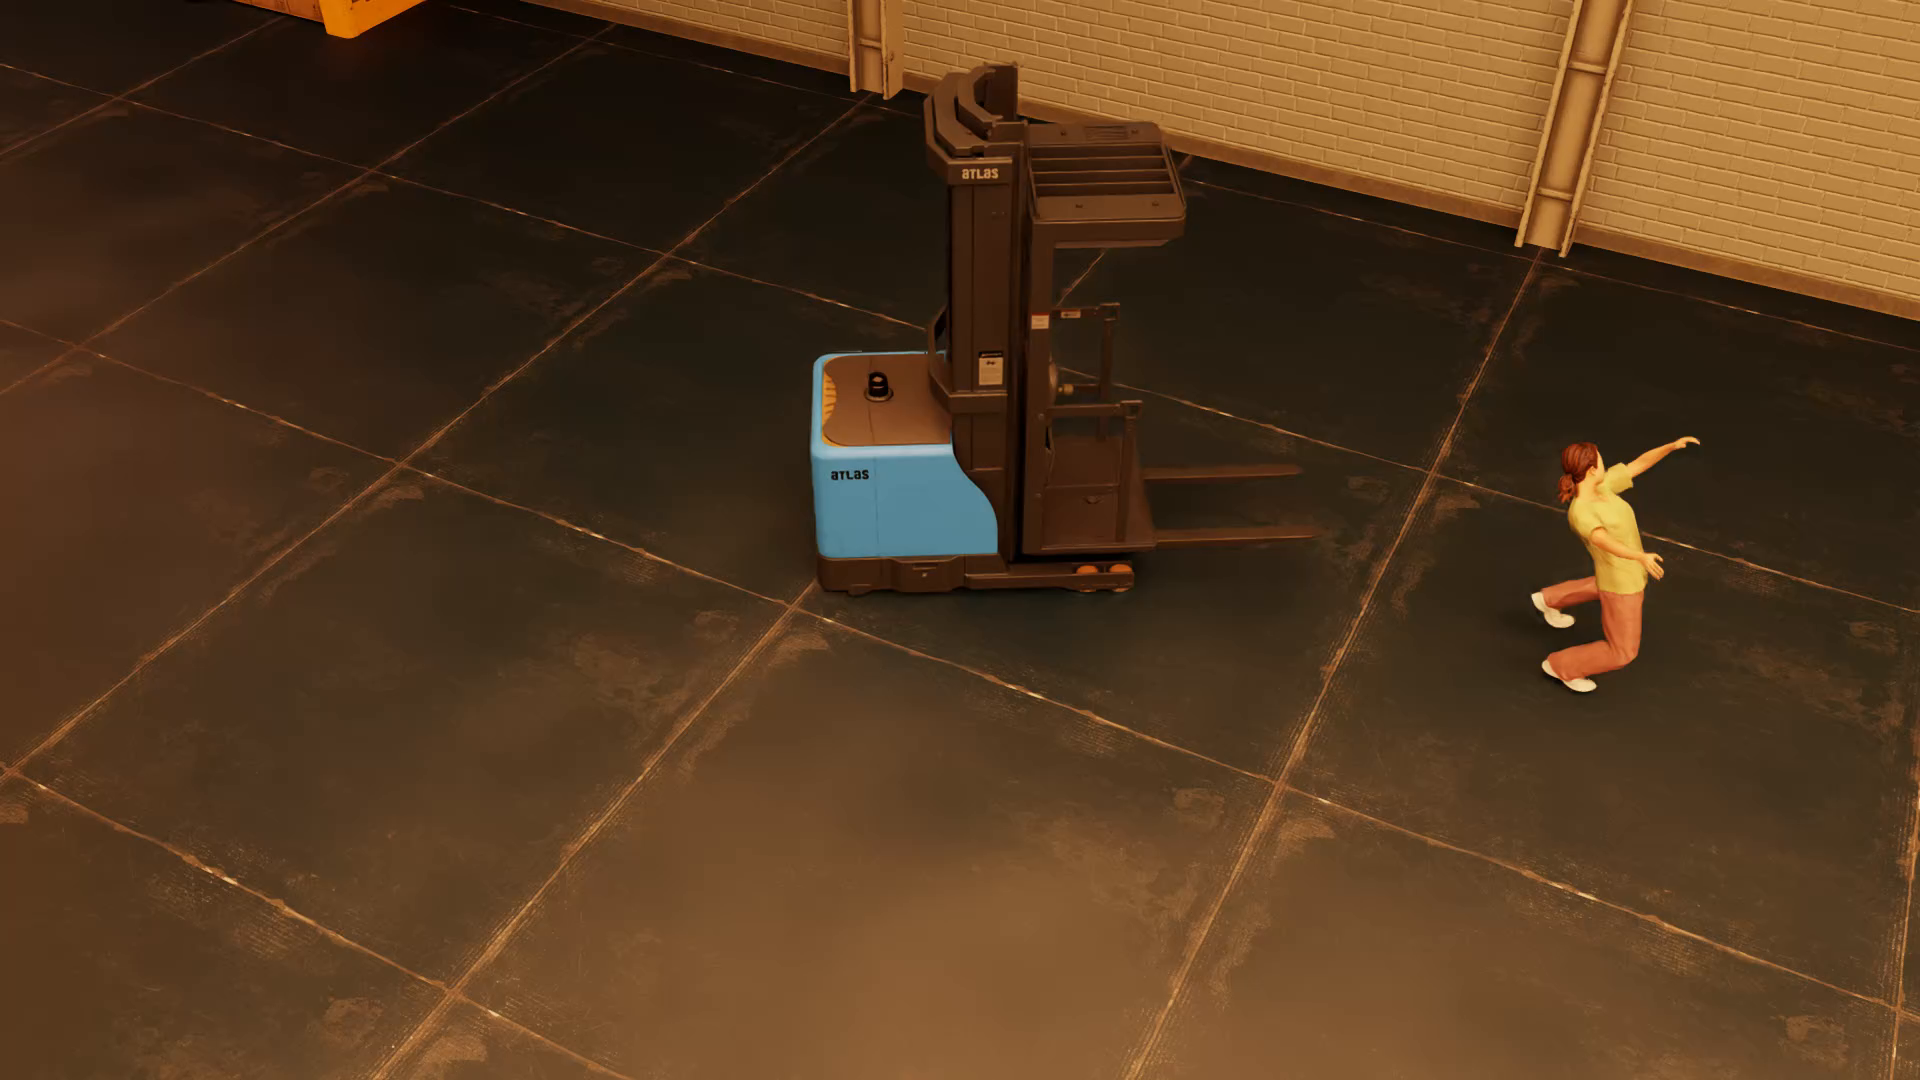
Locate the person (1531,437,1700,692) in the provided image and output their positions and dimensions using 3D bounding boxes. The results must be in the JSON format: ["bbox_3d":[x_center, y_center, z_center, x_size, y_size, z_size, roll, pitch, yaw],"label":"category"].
[{"bbox_3d":[3.394,0.194,8.833,0.640,1.525,0.986,11,41,13],"label":"person"}]

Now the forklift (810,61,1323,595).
[{"bbox_3d":[0.645,-1.150,9.351,3.031,2.935,1.130,-2,40,-2],"label":"forklift"}]
